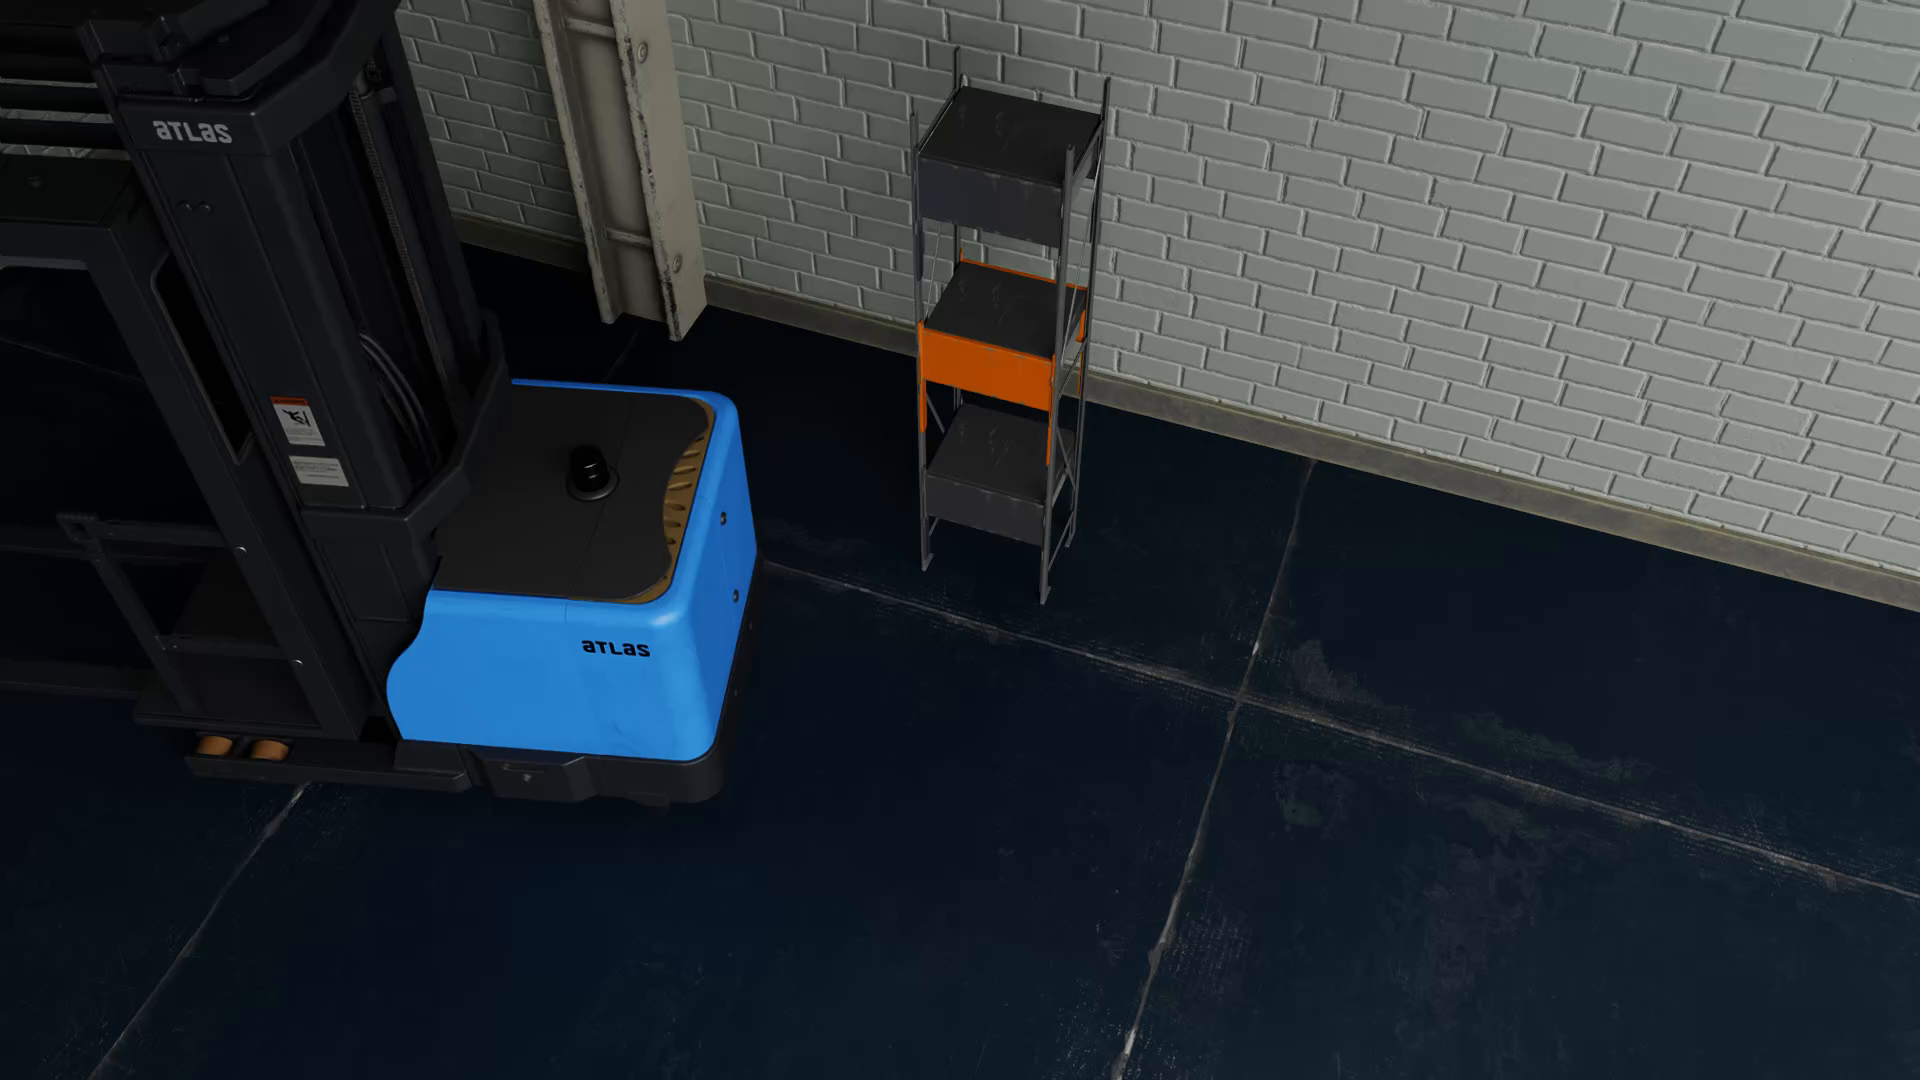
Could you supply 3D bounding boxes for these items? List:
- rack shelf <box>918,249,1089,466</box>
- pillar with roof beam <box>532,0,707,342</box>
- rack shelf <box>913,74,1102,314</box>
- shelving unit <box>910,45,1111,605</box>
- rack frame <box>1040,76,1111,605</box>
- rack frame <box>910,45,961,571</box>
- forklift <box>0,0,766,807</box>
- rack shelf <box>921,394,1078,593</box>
[{"bbox_3d":[0.155,-0.635,5.796,0.480,0.518,0.431,16,51,13],"label":"rack shelf"},{"bbox_3d":[-2.868,-0.935,1.472,0.400,9.000,9.100,16,51,13],"label":"pillar with roof beam"},{"bbox_3d":[0.155,-1.094,5.267,0.480,0.518,0.431,16,51,13],"label":"rack shelf"},{"bbox_3d":[0.155,-0.644,5.786,0.503,2.100,0.431,16,51,13],"label":"shelving unit"},{"bbox_3d":[0.384,-0.580,5.730,0.015,2.100,0.400,16,51,13],"label":"rack frame"},{"bbox_3d":[-0.074,-0.708,5.841,0.015,2.100,0.400,16,51,13],"label":"rack frame"},{"bbox_3d":[-2.287,-0.499,5.110,3.031,2.935,1.130,4,49,3],"label":"forklift"},{"bbox_3d":[0.155,-0.177,6.325,0.480,0.518,0.431,16,51,13],"label":"rack shelf"}]
